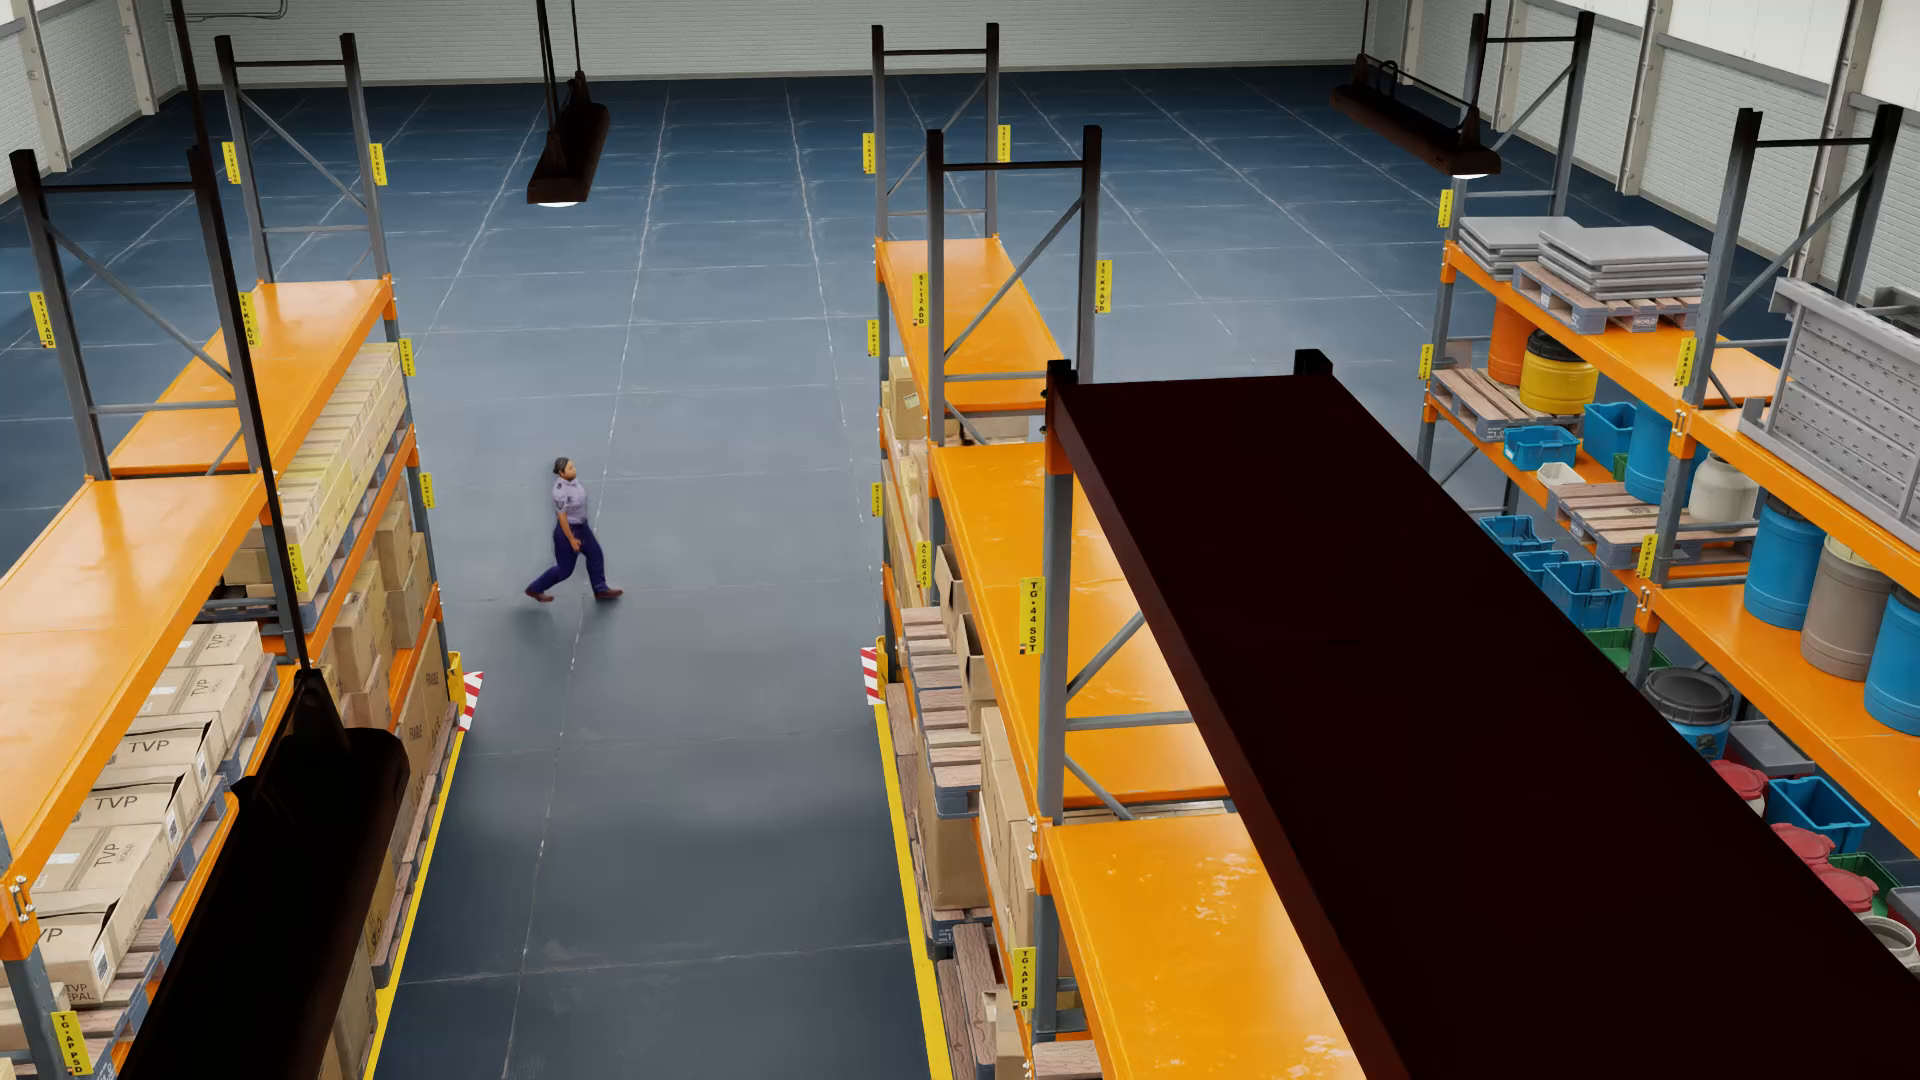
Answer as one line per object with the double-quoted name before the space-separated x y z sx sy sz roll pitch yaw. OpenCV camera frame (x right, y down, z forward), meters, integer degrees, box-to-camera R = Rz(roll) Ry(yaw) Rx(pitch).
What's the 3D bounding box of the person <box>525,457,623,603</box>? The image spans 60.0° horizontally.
"person" -3.968 -0.100 16.831 0.962 1.602 0.481 -2 26 -3
